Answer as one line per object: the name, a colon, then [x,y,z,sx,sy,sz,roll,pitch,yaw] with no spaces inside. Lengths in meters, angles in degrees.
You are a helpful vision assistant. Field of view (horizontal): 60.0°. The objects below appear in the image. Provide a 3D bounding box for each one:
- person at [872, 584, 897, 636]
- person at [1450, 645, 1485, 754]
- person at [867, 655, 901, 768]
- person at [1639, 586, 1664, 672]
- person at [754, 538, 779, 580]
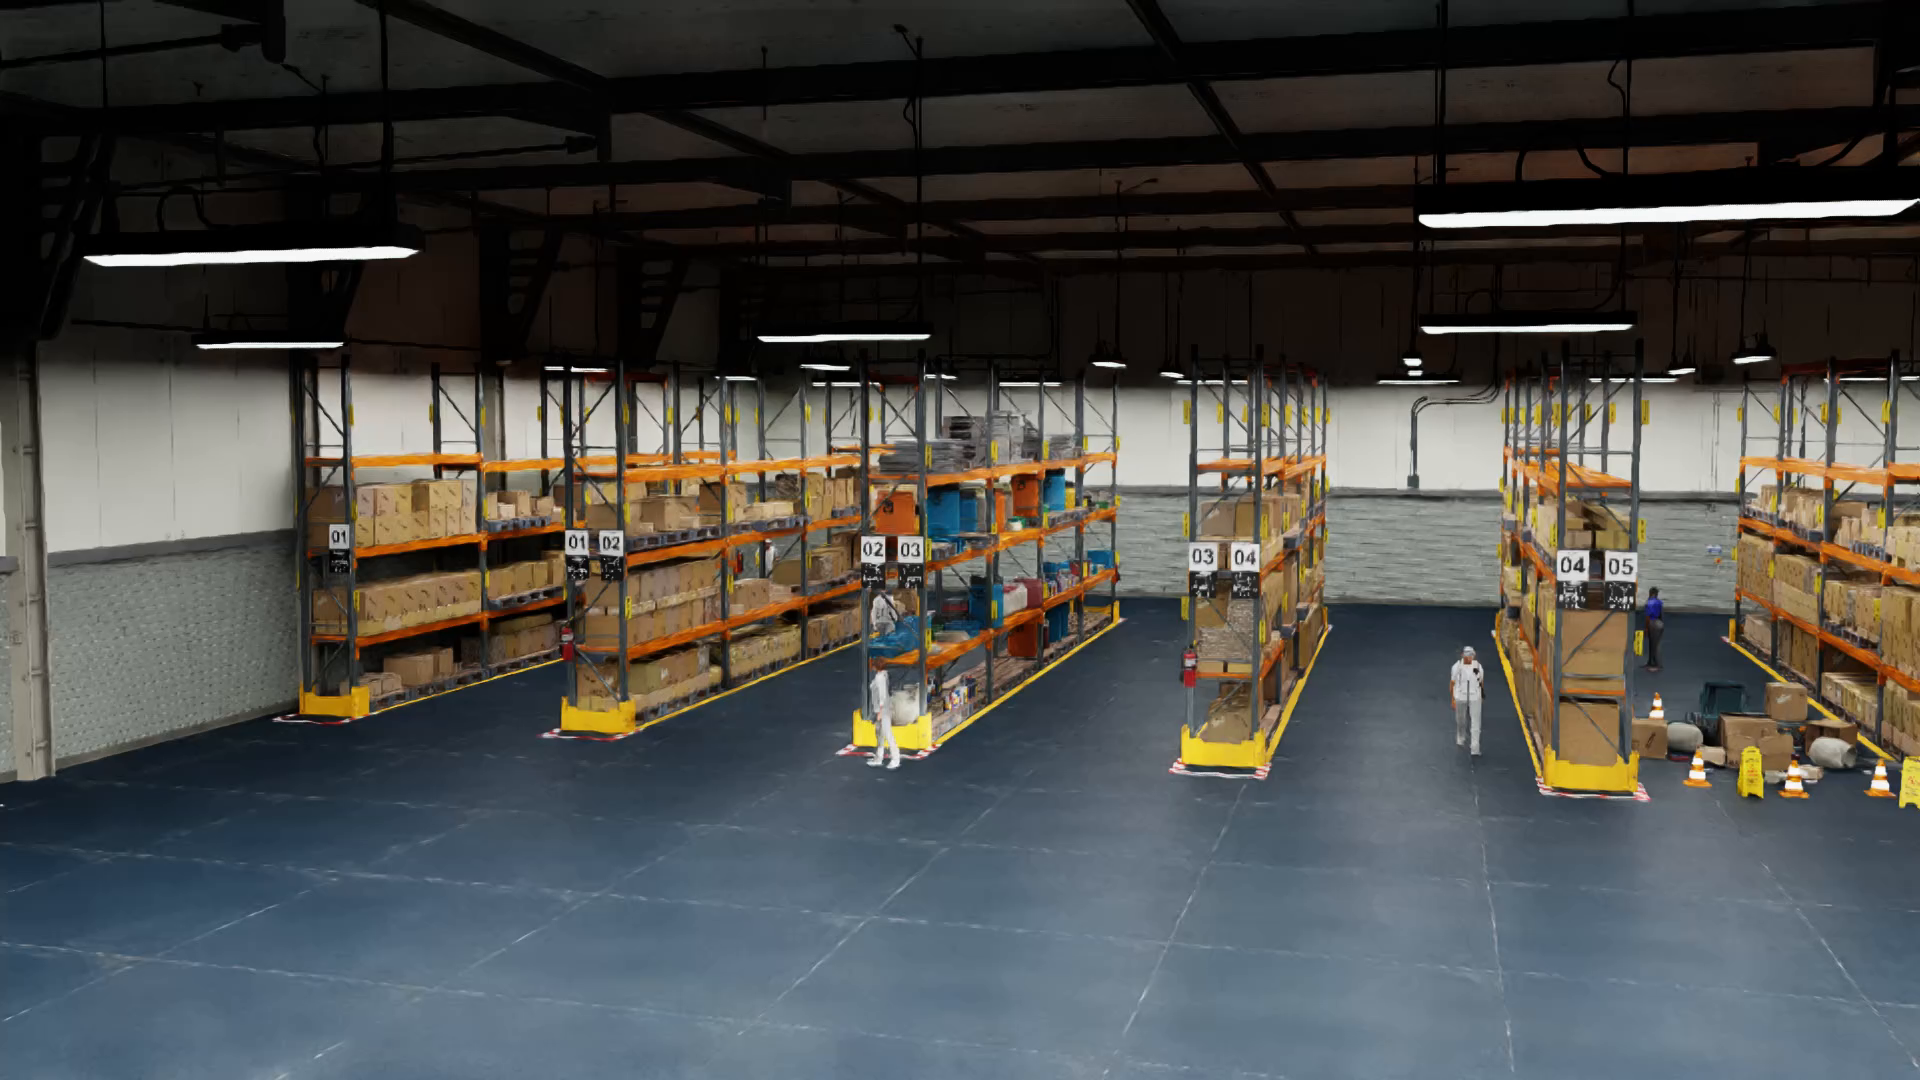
person: [-1.557,1.652,33.770,0.499,1.587,1.073,1,4,14]
person: [7.552,2.342,24.762,0.497,1.583,1.090,1,5,18]
person: [-1.095,2.435,23.696,0.499,1.597,0.529,0,4,0]
person: [13.544,1.724,32.550,0.538,1.652,0.574,4,6,44]
person: [-5.211,0.763,44.978,0.689,1.724,0.773,0,4,-5]
